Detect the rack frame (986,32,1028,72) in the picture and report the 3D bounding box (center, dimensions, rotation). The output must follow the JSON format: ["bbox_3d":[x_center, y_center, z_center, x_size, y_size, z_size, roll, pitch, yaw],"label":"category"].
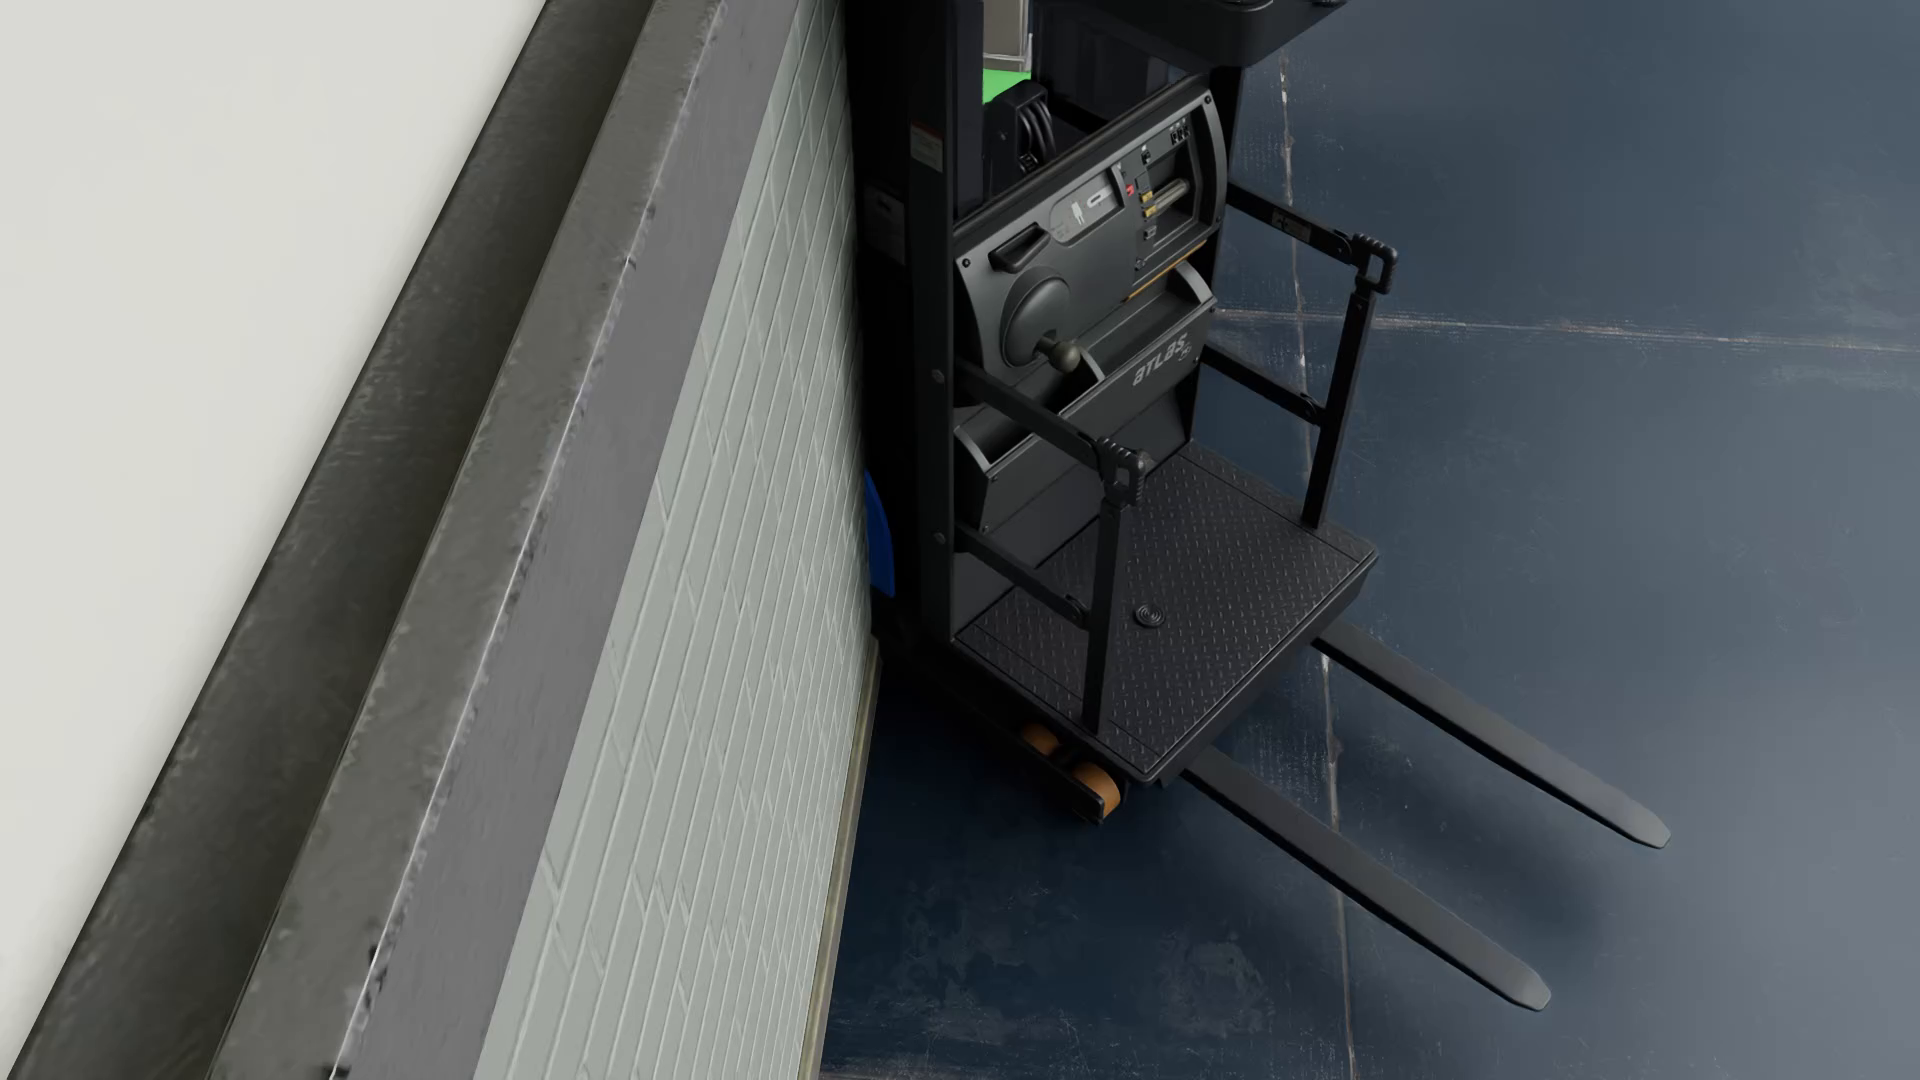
[{"bbox_3d":[0.074,-1.132,5.477,0.240,1.200,0.015,5,47,1],"label":"rack frame"}]

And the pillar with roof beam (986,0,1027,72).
[{"bbox_3d":[4.331,-3.639,2.480,9.100,9.000,0.400,4,48,4],"label":"pillar with roof beam"}]

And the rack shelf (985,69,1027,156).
[{"bbox_3d":[0.074,-1.240,5.006,0.258,0.148,0.480,5,47,1],"label":"rack shelf"}]

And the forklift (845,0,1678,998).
[{"bbox_3d":[0.499,-0.672,3.879,3.031,2.935,1.130,33,56,26],"label":"forklift"}]

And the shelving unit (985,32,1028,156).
[{"bbox_3d":[0.056,-0.955,5.310,0.258,1.200,0.503,5,47,1],"label":"shelving unit"}]
